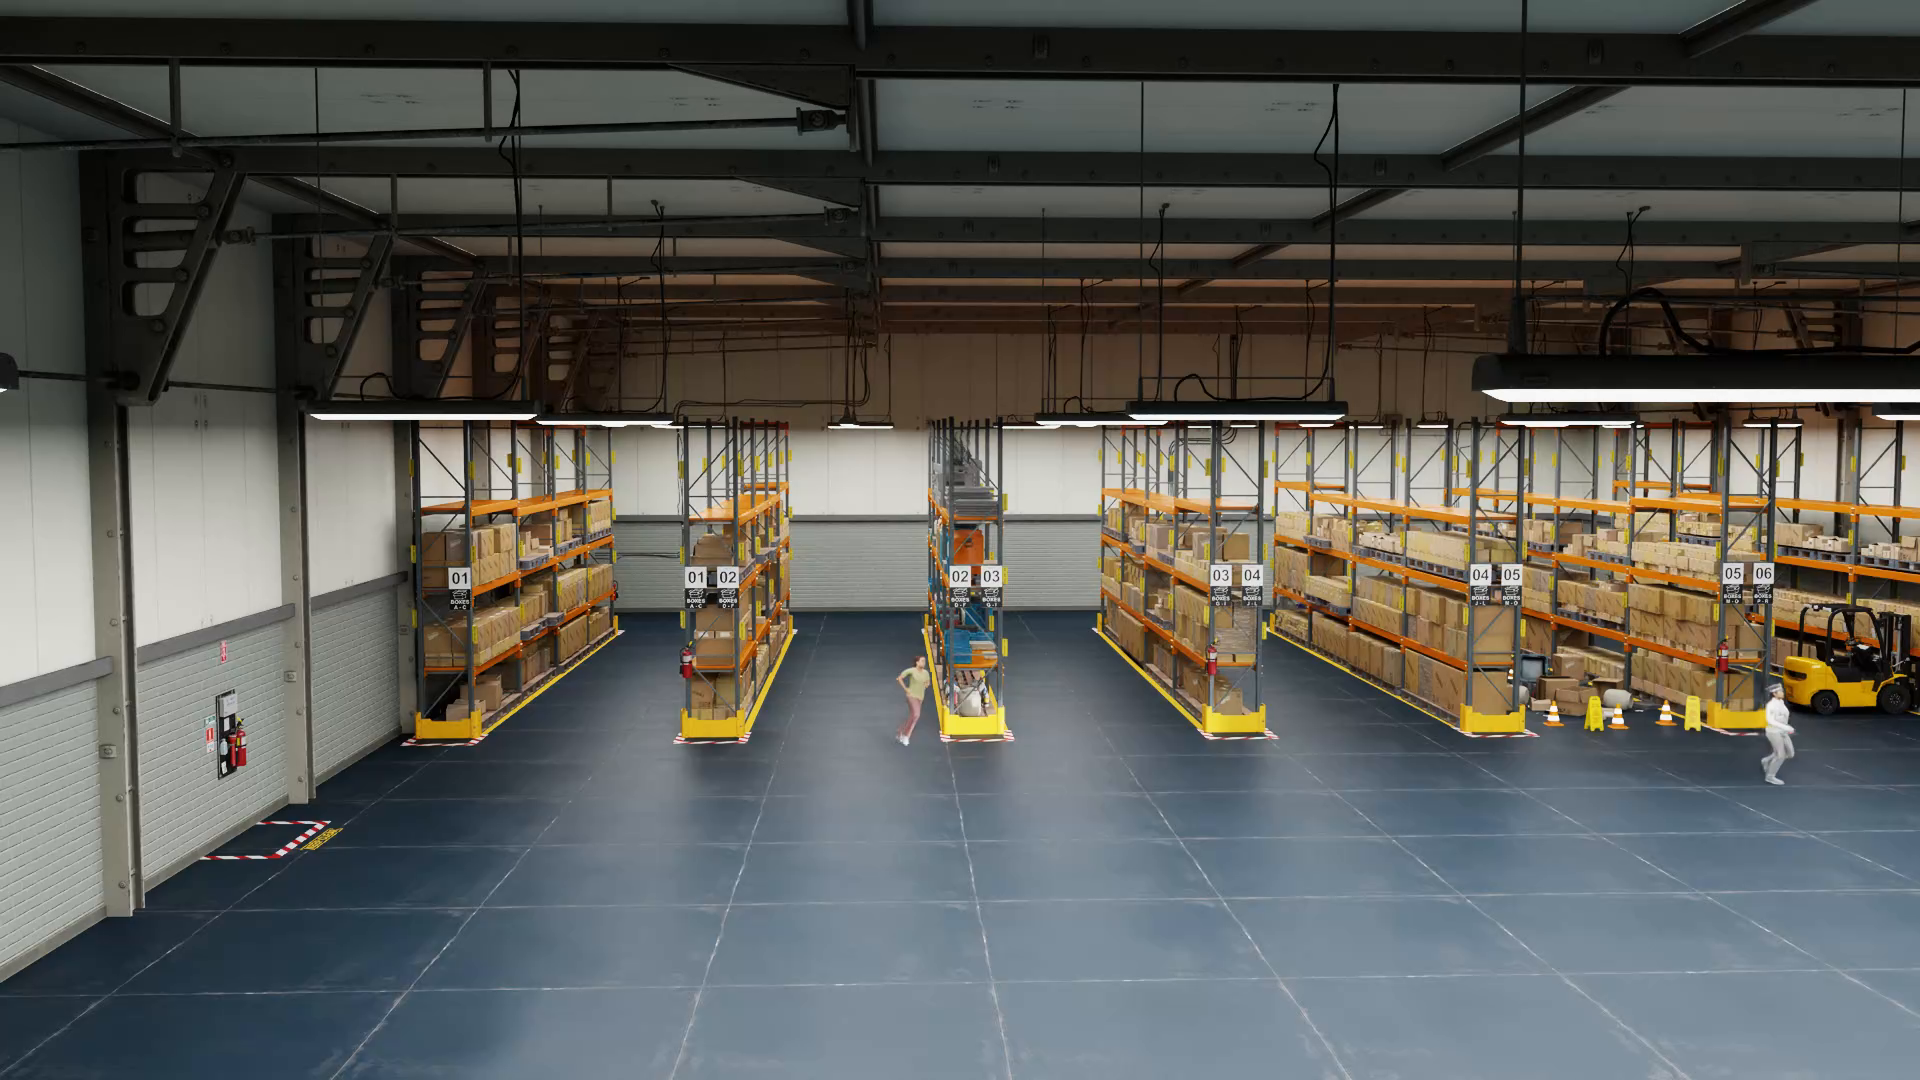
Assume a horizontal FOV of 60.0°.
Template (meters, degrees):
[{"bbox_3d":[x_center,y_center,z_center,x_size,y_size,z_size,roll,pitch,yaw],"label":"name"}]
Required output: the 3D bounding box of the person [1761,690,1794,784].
[{"bbox_3d":[13.304,3.163,27.028,0.607,1.611,0.524,-4,5,-45],"label":"person"}]

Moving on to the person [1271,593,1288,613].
[{"bbox_3d":[9.526,1.635,49.004,0.694,1.561,0.512,0,4,5],"label":"person"}]

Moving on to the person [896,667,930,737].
[{"bbox_3d":[-0.825,2.993,30.596,0.628,1.306,0.642,-3,5,-39],"label":"person"}]

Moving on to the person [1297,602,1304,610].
[{"bbox_3d":[10.215,1.663,49.525,0.472,1.538,0.612,-1,4,-17],"label":"person"}]
